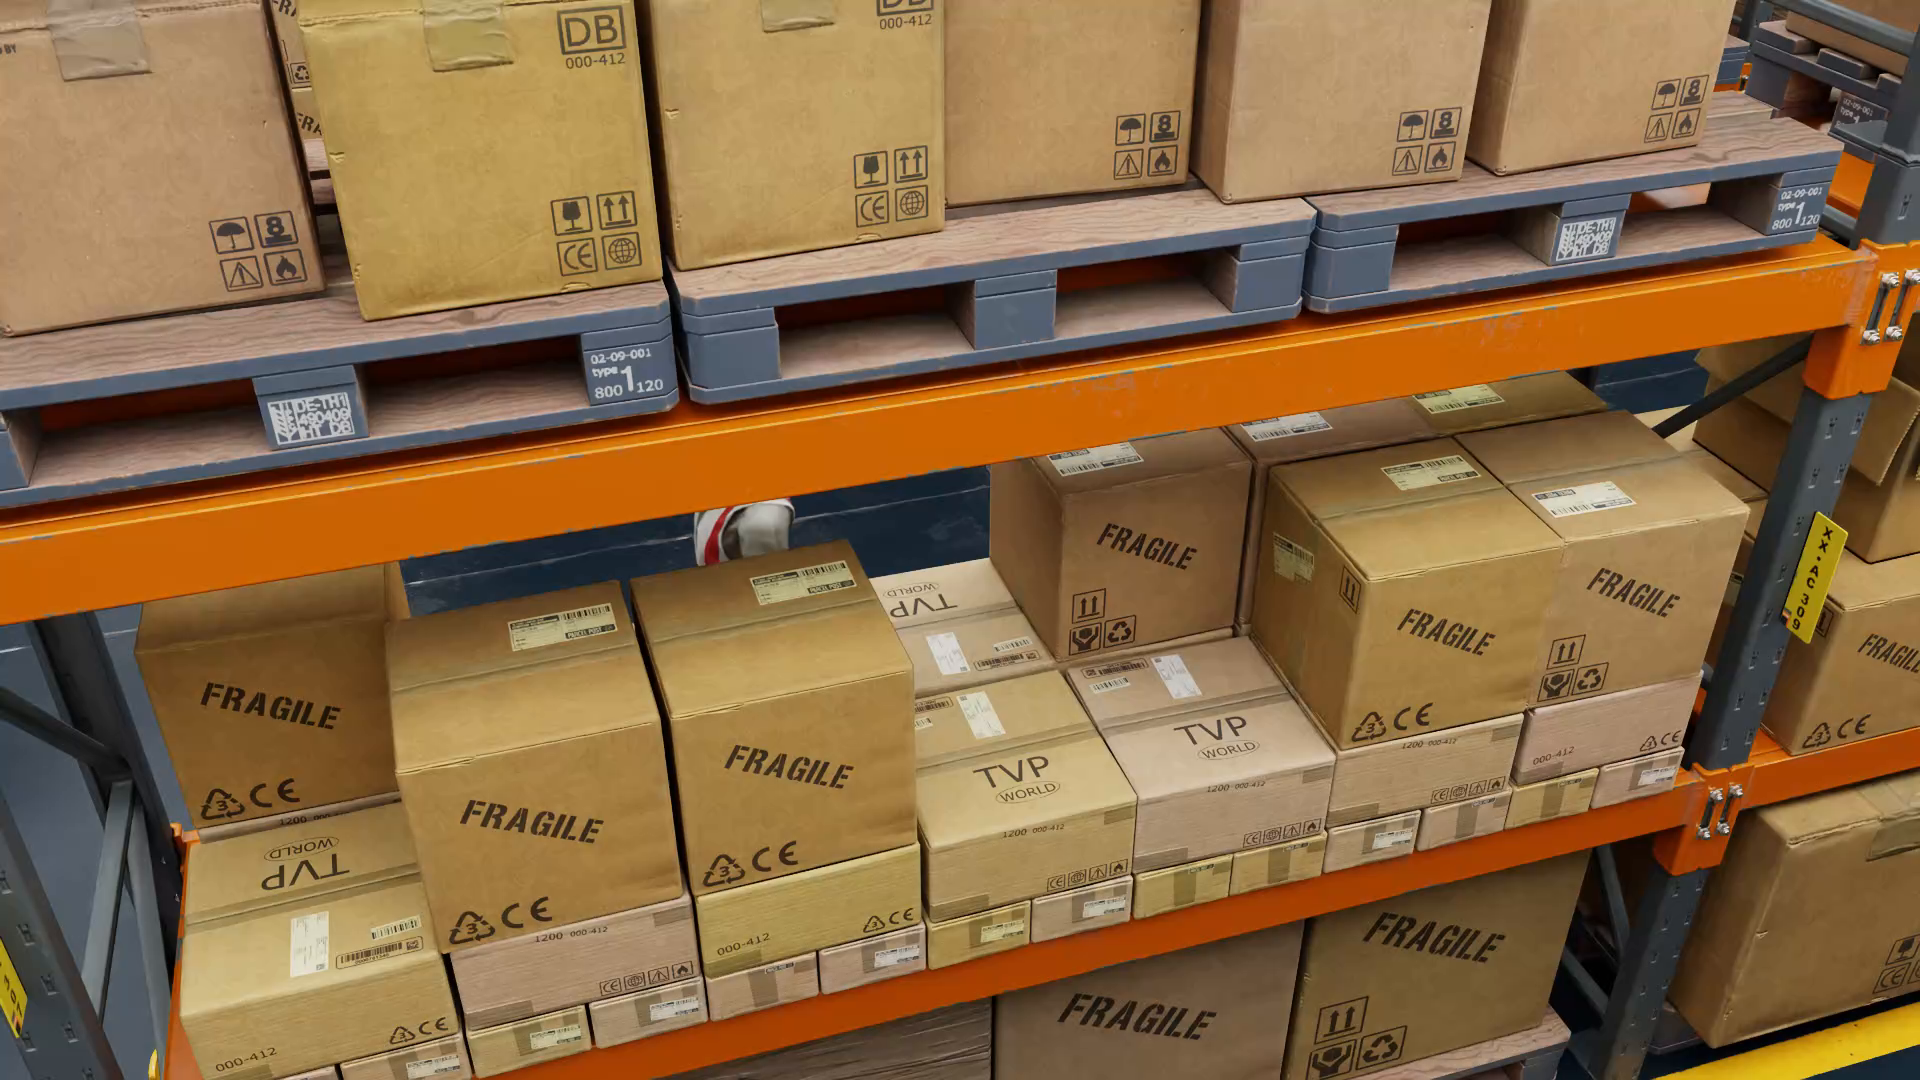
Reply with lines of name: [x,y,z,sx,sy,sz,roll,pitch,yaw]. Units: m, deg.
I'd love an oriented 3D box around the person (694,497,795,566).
person: [5.548,1.091,4.496,11.595,1.806,6.848,-9,35,-14]
